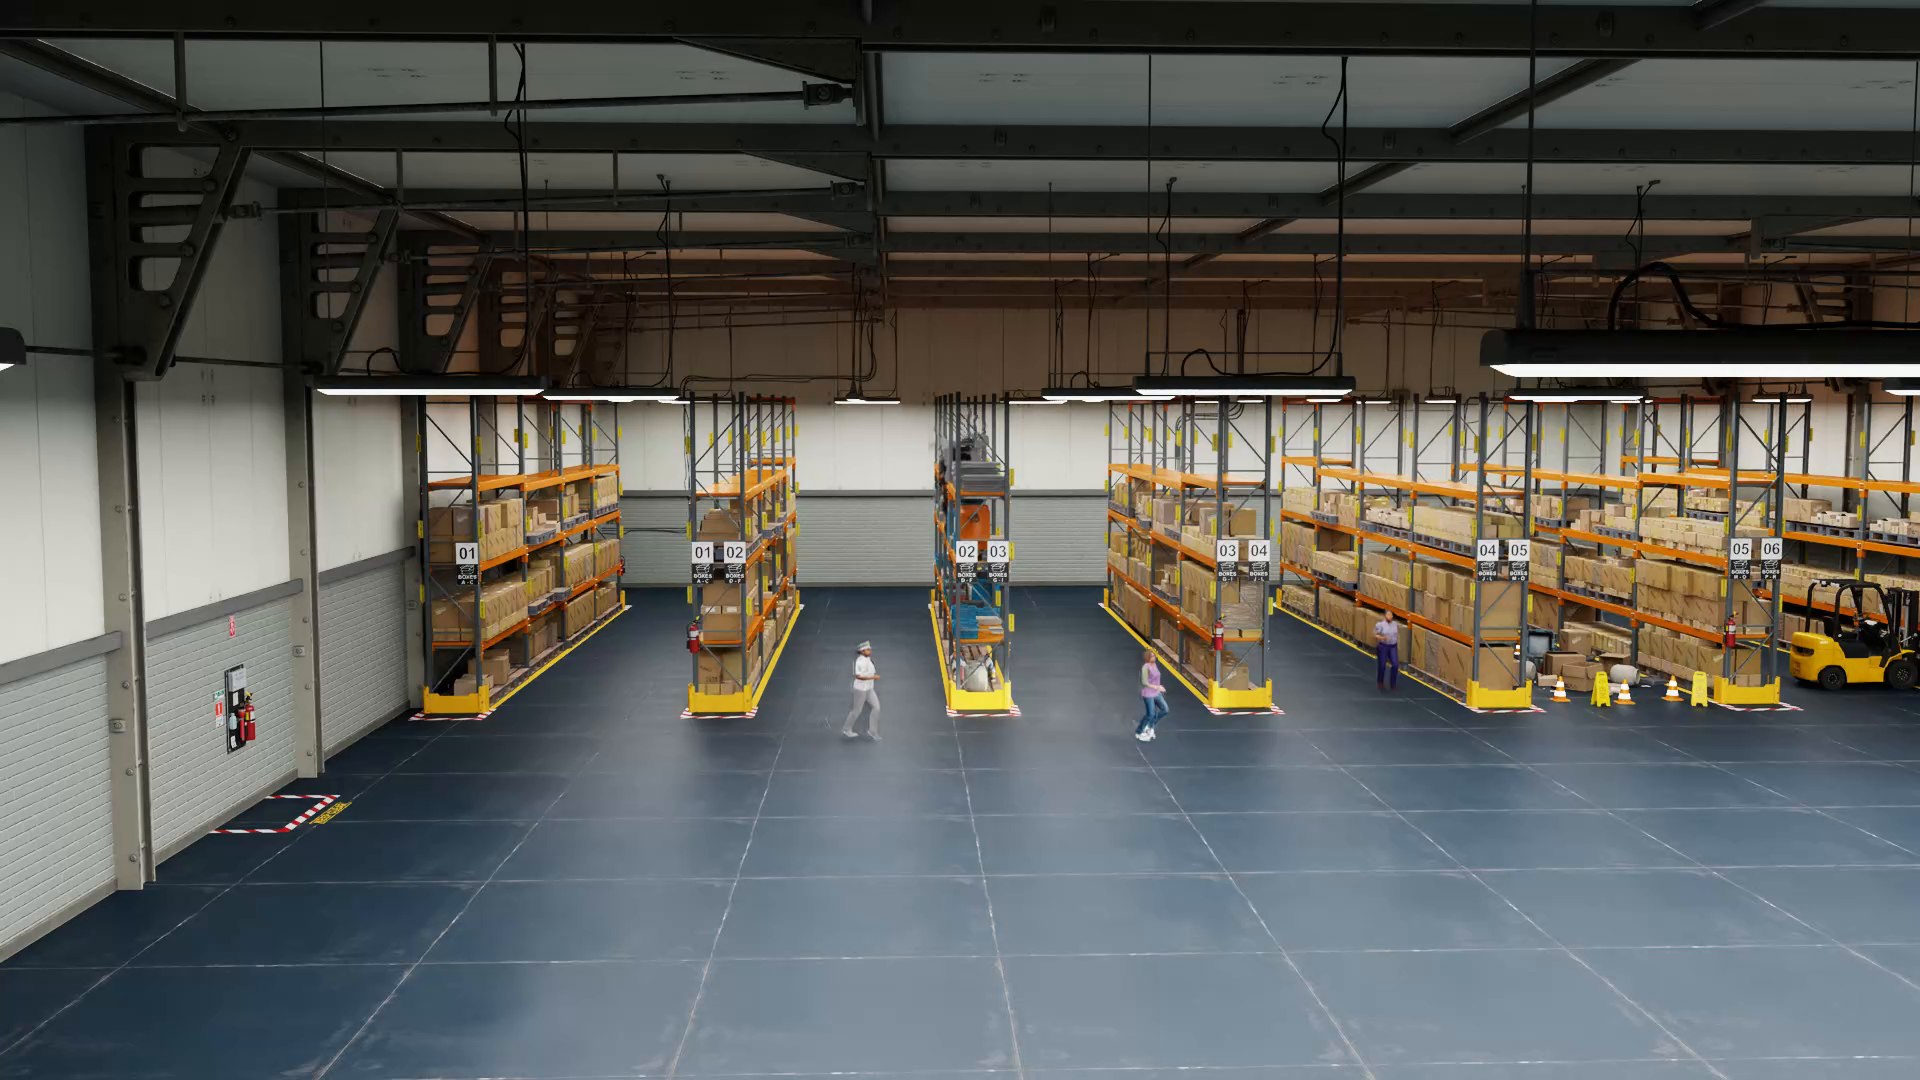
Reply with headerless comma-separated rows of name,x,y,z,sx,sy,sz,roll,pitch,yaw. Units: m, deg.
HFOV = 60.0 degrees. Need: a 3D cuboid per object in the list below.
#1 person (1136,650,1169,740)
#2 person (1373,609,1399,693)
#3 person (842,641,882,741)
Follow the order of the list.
person,3.297,2.655,28.508,0.583,1.556,0.553,3,6,34
person,8.589,2.242,33.474,0.587,1.706,0.730,0,5,-2
person,-1.673,2.597,28.525,0.768,1.752,0.565,2,5,26
